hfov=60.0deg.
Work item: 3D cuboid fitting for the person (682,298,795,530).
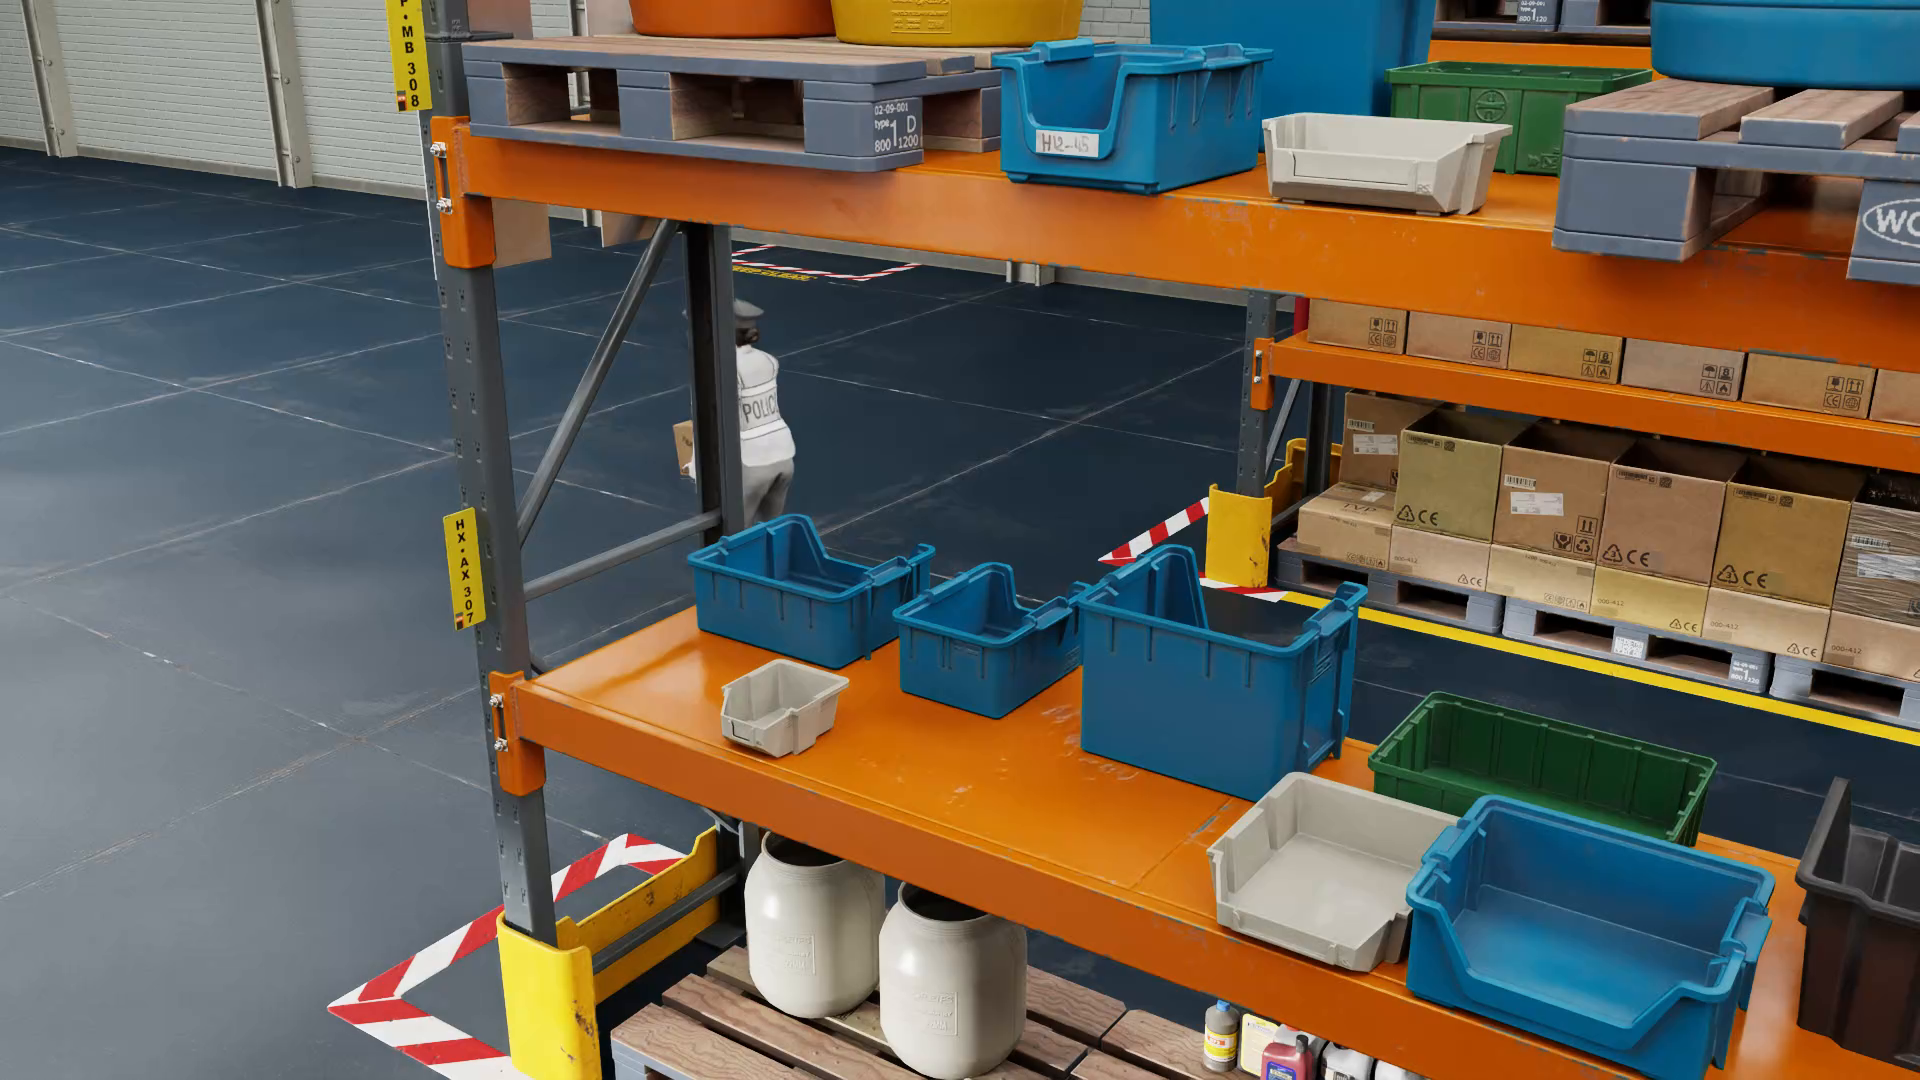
[{"bbox_3d":[-1.066,-0.352,8.047,0.535,1.665,0.421,13,23,31],"label":"person"}]
